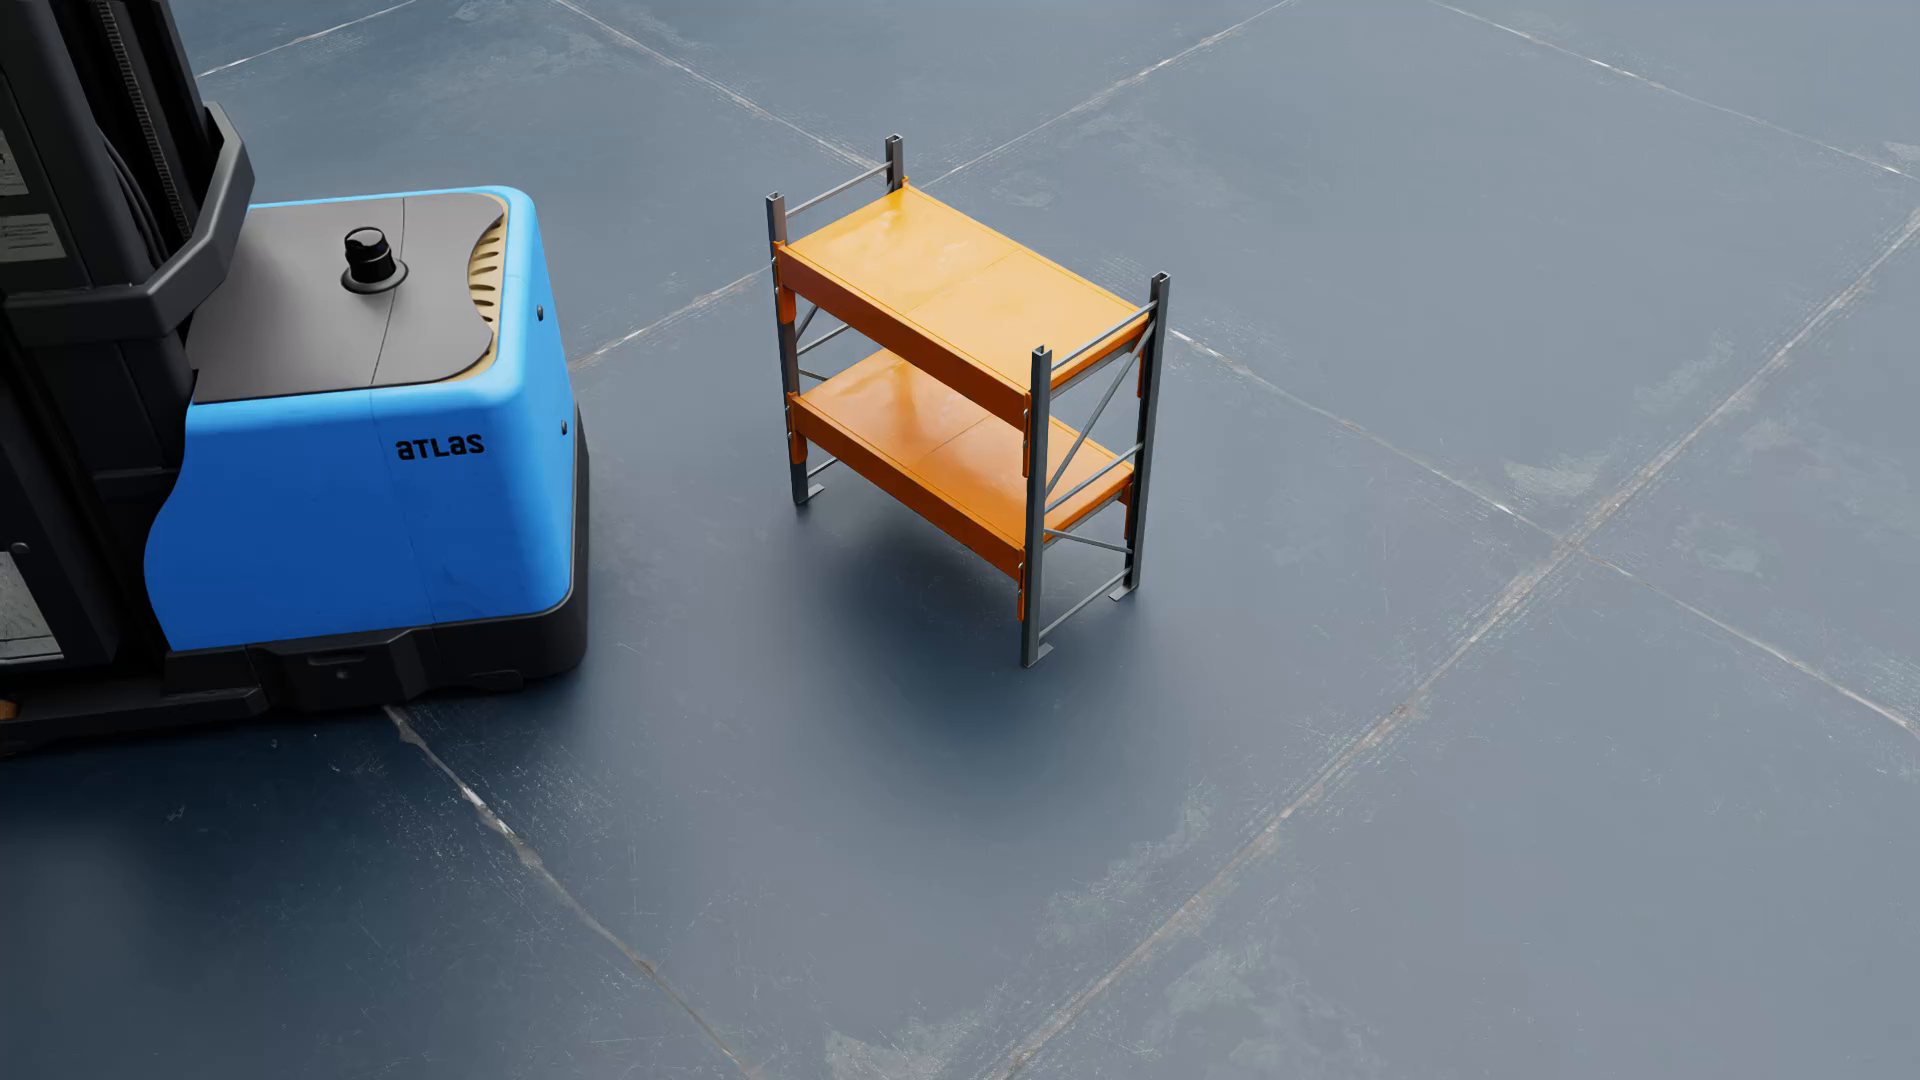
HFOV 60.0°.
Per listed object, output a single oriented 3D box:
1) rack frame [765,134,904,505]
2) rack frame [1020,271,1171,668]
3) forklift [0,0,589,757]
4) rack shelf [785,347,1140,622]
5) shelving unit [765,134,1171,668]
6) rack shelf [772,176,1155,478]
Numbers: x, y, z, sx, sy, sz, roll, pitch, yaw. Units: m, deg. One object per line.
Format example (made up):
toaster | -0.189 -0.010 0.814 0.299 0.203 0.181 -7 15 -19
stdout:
rack frame | -0.354 -0.654 5.129 0.500 1.125 0.032 -34 53 -31
rack frame | 0.364 -0.166 4.600 0.500 1.125 0.032 -34 53 -31
forklift | -2.642 -0.843 4.003 3.031 2.935 1.130 -6 43 -6
rack shelf | 0.005 -0.230 5.031 0.538 0.278 1.000 -34 53 -31
shelving unit | 0.005 -0.410 4.865 0.538 1.125 1.048 -34 53 -31
rack shelf | 0.005 -0.625 4.666 0.538 0.278 1.000 -34 53 -31
